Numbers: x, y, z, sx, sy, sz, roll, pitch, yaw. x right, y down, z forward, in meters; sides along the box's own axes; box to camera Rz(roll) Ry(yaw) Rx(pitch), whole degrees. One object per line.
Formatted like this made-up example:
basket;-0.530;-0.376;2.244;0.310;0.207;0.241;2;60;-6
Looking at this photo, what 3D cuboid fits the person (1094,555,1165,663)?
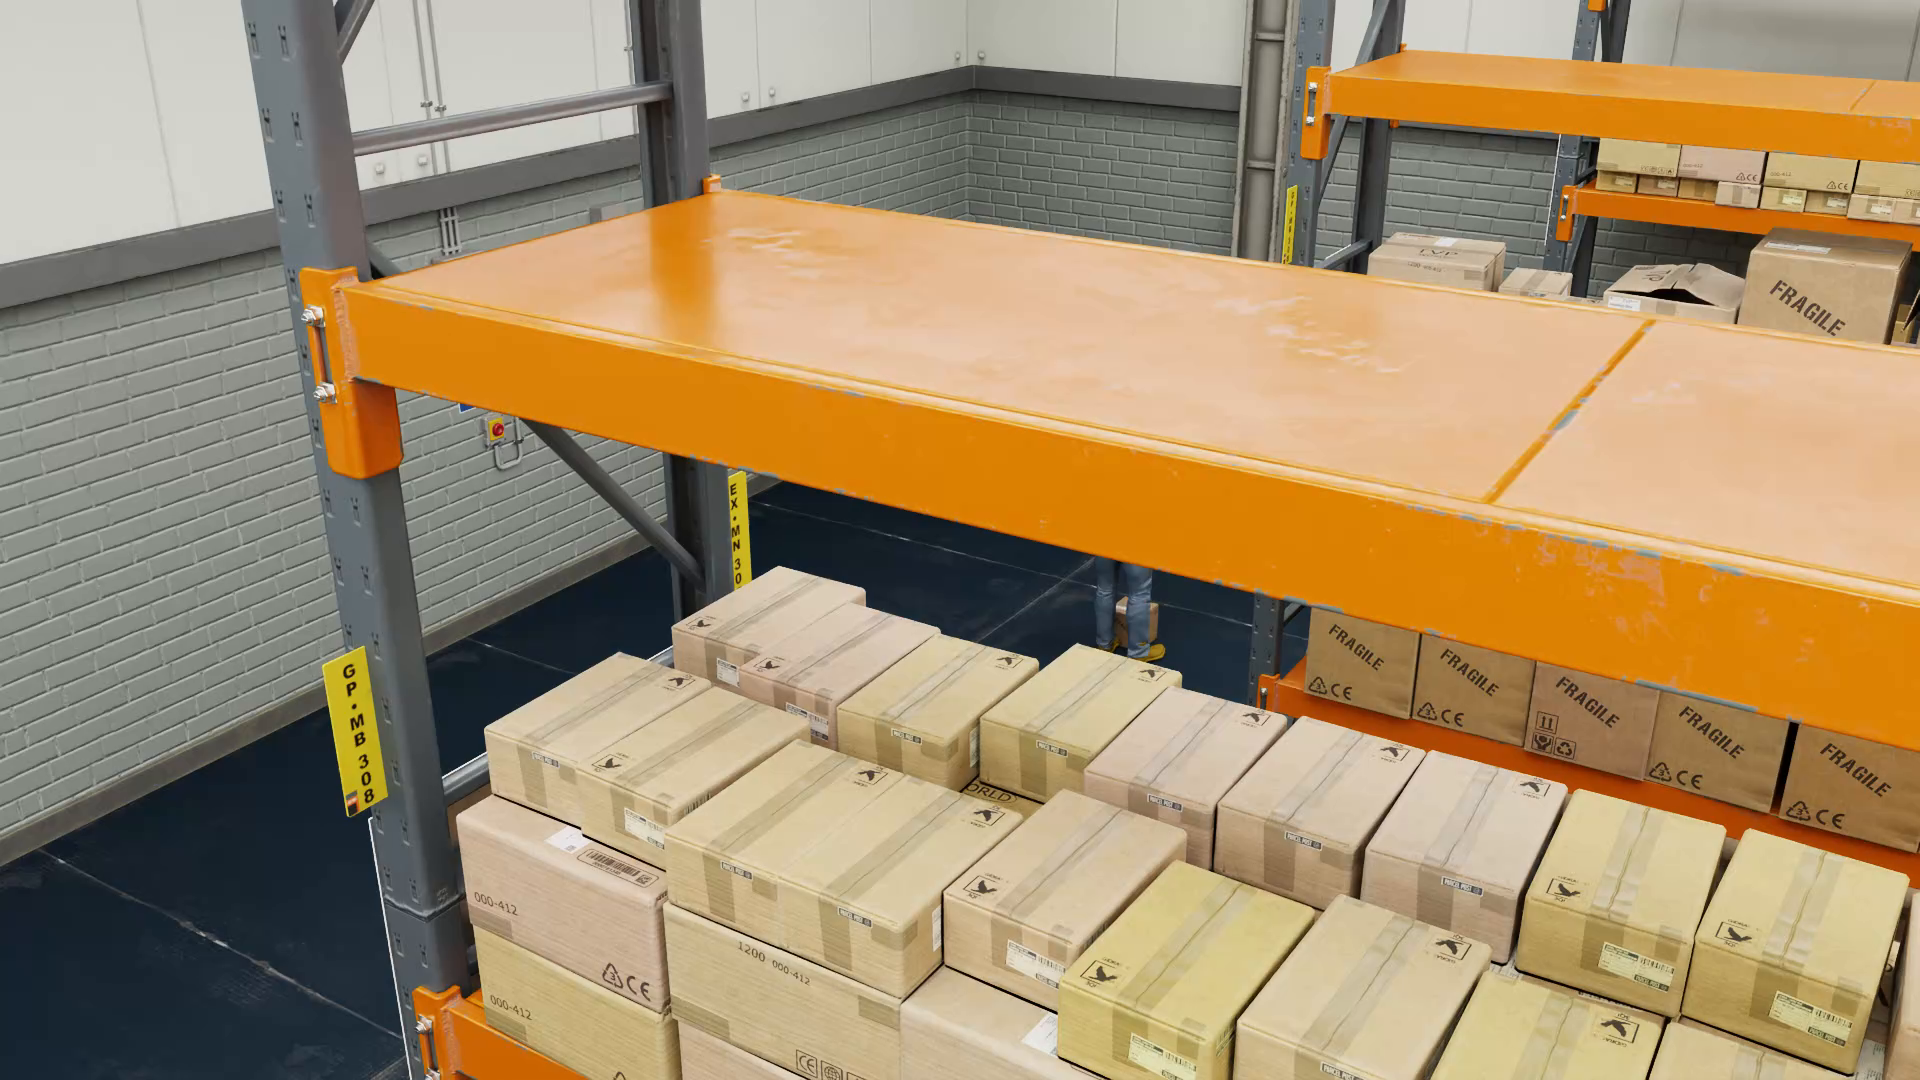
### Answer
person;1.039;-0.055;10.685;0.634;1.759;0.461;12;26;26
